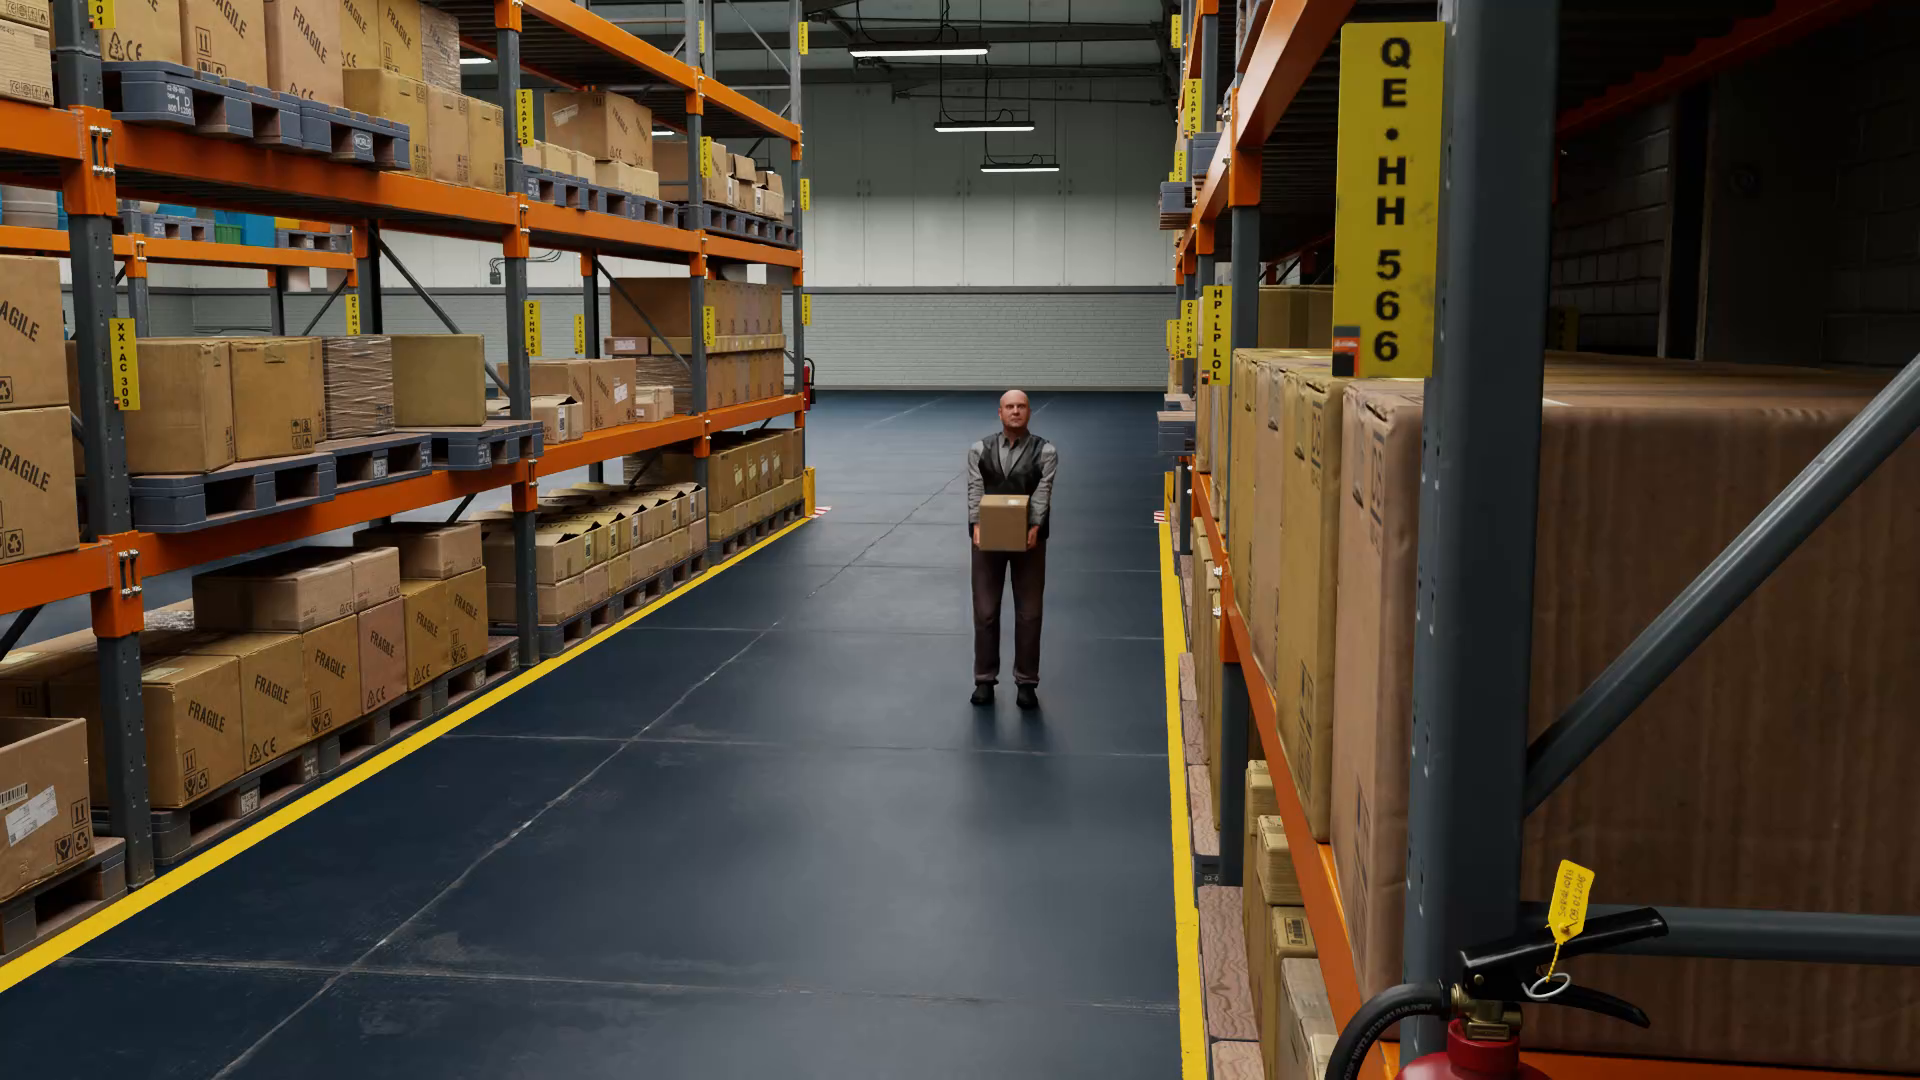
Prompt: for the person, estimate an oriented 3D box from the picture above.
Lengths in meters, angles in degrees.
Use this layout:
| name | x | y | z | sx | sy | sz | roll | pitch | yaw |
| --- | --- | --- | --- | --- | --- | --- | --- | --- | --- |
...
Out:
| name | x | y | z | sx | sy | sz | roll | pitch | yaw |
| --- | --- | --- | --- | --- | --- | --- | --- | --- | --- |
| person | 0.284 | 0.115 | 9.122 | 0.494 | 1.450 | 0.448 | 1 | 8 | 6 |
